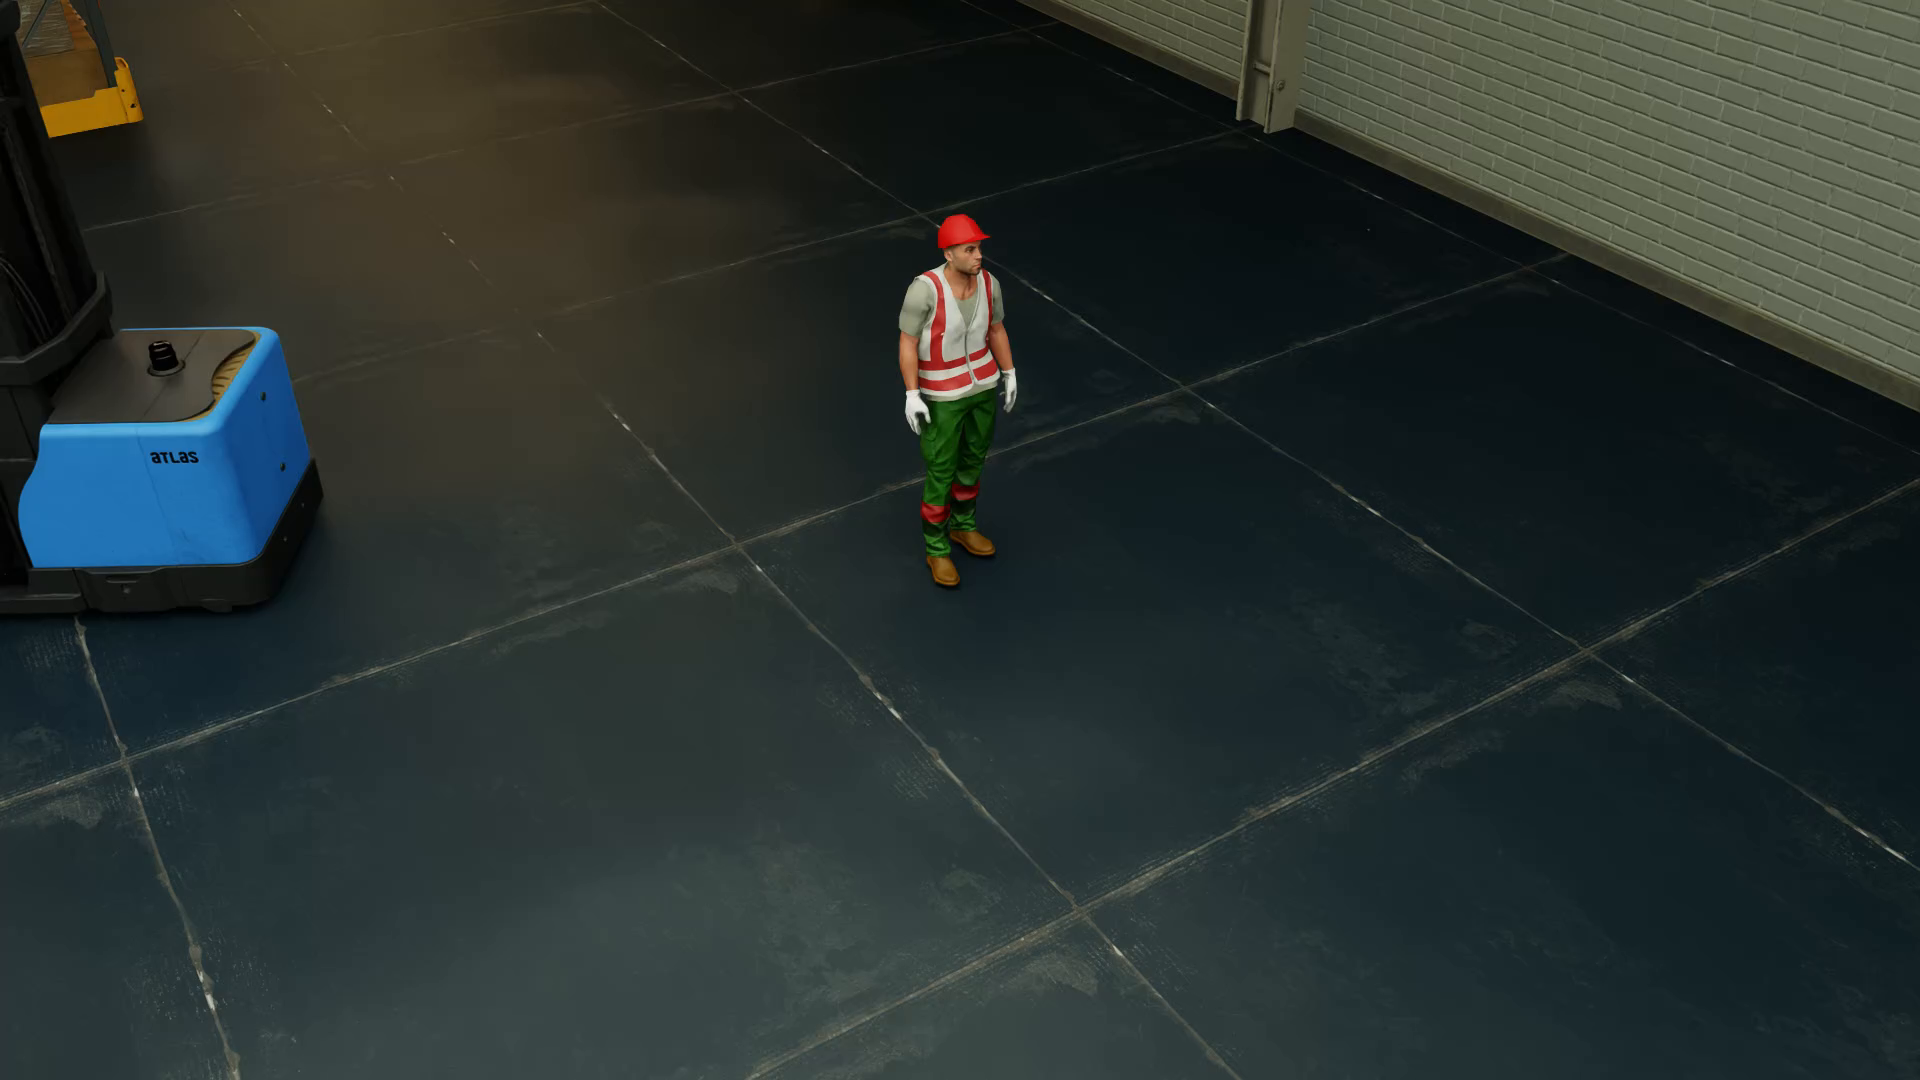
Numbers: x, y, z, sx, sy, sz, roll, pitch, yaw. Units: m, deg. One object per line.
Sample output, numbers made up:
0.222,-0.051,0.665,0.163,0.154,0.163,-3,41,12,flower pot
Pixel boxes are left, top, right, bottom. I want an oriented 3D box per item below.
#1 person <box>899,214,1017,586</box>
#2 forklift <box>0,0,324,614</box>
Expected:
0.033,-0.696,8.118,0.637,1.787,0.564,-21,40,-27,person
-4.907,-1.097,7.709,3.031,2.935,1.130,-1,35,-2,forklift
